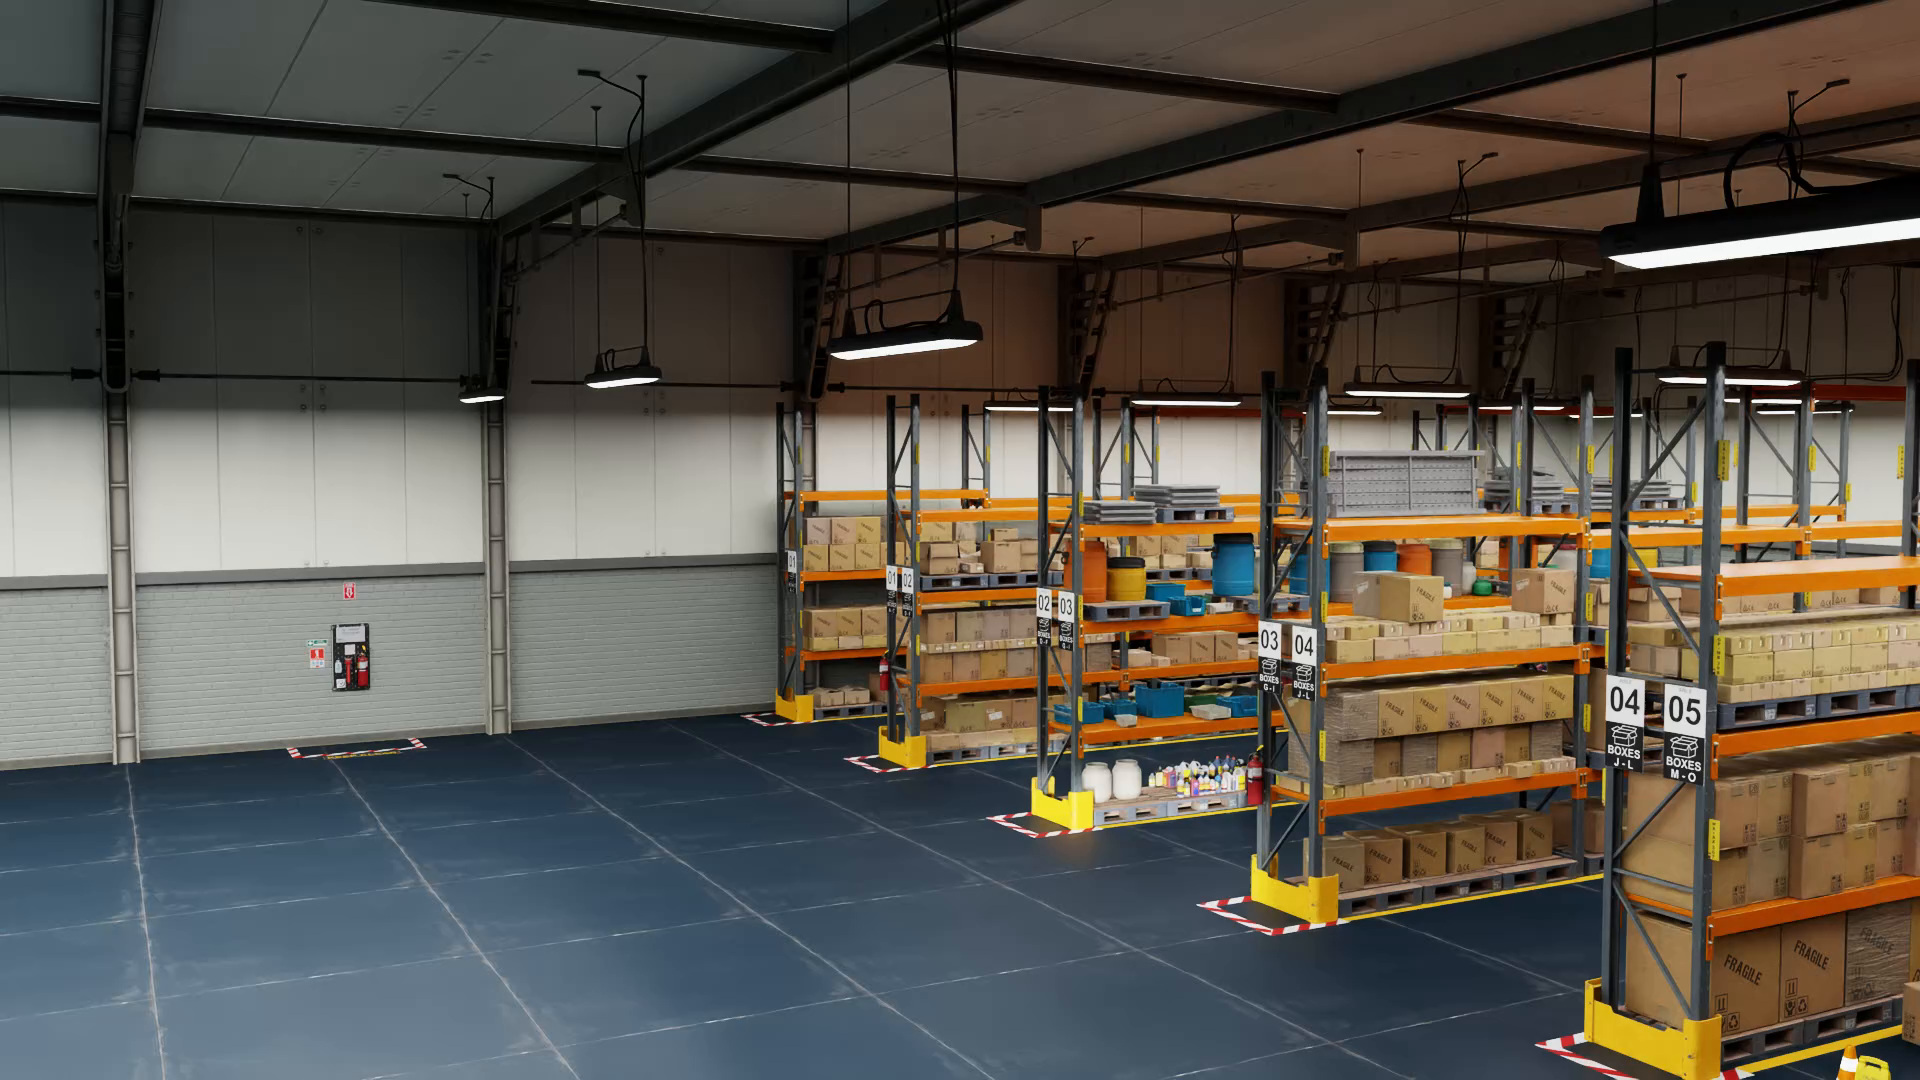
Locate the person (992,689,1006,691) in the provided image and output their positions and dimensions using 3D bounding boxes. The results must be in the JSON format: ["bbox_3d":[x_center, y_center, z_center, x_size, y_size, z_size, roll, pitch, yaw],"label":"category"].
[{"bbox_3d":[0.770,2.521,32.049,0.731,1.667,0.516,-1,3,-11],"label":"person"}]
